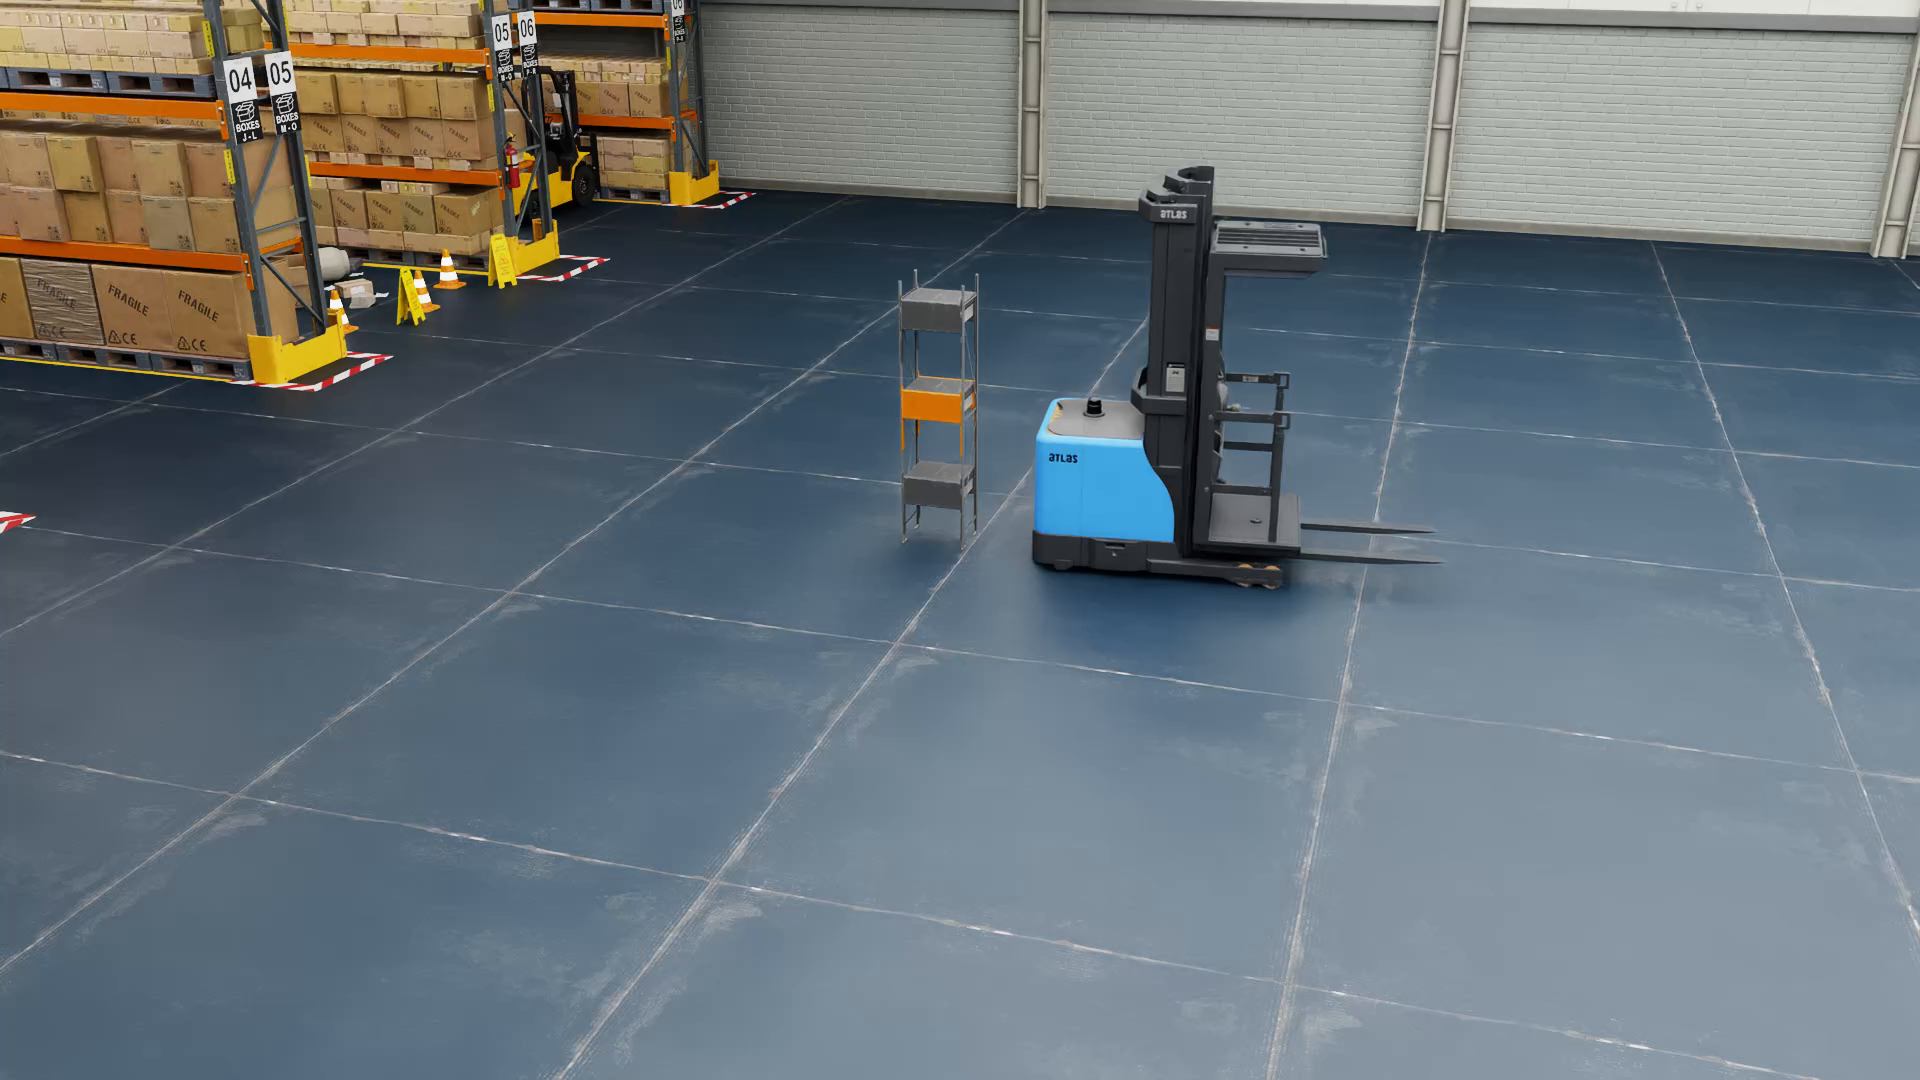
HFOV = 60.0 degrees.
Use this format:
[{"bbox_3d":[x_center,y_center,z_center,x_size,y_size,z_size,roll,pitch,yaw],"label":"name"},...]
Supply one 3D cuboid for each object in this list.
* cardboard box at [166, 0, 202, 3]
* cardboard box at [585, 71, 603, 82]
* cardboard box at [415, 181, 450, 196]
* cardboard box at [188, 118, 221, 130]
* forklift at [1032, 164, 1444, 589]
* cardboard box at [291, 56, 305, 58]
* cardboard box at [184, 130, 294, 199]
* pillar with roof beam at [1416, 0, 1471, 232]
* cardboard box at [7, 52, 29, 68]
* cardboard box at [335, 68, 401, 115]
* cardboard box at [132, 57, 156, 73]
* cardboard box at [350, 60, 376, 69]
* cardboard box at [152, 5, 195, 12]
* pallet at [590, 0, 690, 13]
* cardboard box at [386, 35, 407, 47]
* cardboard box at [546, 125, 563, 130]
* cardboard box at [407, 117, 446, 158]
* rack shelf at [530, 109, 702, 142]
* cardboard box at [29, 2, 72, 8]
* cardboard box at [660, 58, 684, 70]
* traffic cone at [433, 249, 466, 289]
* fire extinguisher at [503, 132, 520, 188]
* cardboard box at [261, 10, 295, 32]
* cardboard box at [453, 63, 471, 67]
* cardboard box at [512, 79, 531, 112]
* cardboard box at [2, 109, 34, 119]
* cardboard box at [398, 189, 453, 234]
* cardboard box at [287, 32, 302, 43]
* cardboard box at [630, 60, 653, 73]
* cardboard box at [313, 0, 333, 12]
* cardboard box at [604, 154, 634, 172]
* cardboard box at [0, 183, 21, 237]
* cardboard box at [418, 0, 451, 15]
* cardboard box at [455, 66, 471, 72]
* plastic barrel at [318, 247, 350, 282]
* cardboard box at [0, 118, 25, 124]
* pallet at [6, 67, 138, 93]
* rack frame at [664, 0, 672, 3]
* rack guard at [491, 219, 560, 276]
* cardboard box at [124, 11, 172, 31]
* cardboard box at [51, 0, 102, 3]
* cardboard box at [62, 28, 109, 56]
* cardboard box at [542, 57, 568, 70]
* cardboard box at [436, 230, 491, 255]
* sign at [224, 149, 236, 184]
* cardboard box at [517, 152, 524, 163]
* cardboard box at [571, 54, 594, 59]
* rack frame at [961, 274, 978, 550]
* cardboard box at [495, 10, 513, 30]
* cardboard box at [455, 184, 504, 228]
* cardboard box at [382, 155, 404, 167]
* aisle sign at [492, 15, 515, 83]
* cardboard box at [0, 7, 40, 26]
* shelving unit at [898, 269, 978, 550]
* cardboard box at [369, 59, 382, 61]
[{"bbox_3d":[-10.078,-7.219,21.855,0.500,0.250,0.500,7,23,17],"label":"cardboard box"},{"bbox_3d":[-5.627,-7.217,25.831,0.250,0.149,0.380,6,23,14],"label":"cardboard box"},{"bbox_3d":[-6.870,-4.598,21.658,0.250,0.149,0.380,7,23,17],"label":"cardboard box"},{"bbox_3d":[-9.995,-5.803,22.294,0.500,0.500,0.500,6,23,15],"label":"cardboard box"},{"bbox_3d":[2.114,-1.213,12.271,3.031,2.935,1.130,4,23,9],"label":"forklift"},{"bbox_3d":[-11.003,-8.046,27.851,0.250,0.149,0.380,7,23,15],"label":"cardboard box"},{"bbox_3d":[-7.334,-3.834,16.948,0.550,0.550,0.875,7,23,16],"label":"cardboard box"},{"bbox_3d":[5.612,-7.123,18.683,0.400,9.000,9.100,7,23,16],"label":"pillar with roof beam"},{"bbox_3d":[-9.350,-4.858,16.760,0.250,0.149,0.380,7,23,16],"label":"cardboard box"},{"bbox_3d":[-7.647,-5.825,21.581,0.500,0.500,0.700,6,23,15],"label":"cardboard box"},{"bbox_3d":[-7.894,-4.691,16.353,0.250,0.149,0.380,7,23,16],"label":"cardboard box"},{"bbox_3d":[-9.680,-7.694,26.994,0.250,0.149,0.380,7,23,16],"label":"cardboard box"},{"bbox_3d":[-7.944,-5.327,16.852,0.250,0.149,0.380,7,23,16],"label":"cardboard box"},{"bbox_3d":[-4.896,-8.257,25.517,1.213,0.211,1.003,7,23,16],"label":"pallet"},{"bbox_3d":[-7.047,-6.348,21.076,0.250,0.149,0.380,6,23,15],"label":"cardboard box"},{"bbox_3d":[-6.560,-6.553,26.949,0.500,0.250,0.500,7,23,16],"label":"cardboard box"},{"bbox_3d":[-6.734,-5.219,21.423,0.500,0.500,0.500,7,23,16],"label":"cardboard box"},{"bbox_3d":[-6.142,-6.710,26.528,4.000,0.370,1.077,7,23,16],"label":"rack shelf"},{"bbox_3d":[-9.407,-5.494,17.260,0.250,0.149,0.380,7,23,16],"label":"cardboard box"},{"bbox_3d":[-4.487,-7.422,25.938,0.250,0.149,0.380,6,23,14],"label":"cardboard box"},{"bbox_3d":[-6.441,-3.424,20.913,0.334,0.463,0.336,7,23,16],"label":"traffic cone"},{"bbox_3d":[-5.681,-4.804,21.035,0.183,0.674,0.296,7,23,16],"label":"fire extinguisher"},{"bbox_3d":[-8.648,-6.713,21.442,0.500,0.250,0.500,6,23,15],"label":"cardboard box"},{"bbox_3d":[-7.837,-7.603,26.380,0.250,0.149,0.380,7,23,17],"label":"cardboard box"},{"bbox_3d":[-6.719,-7.058,26.298,0.500,0.500,0.500,6,23,15],"label":"cardboard box"},{"bbox_3d":[-12.952,-6.141,23.117,0.500,0.500,0.500,6,23,14],"label":"cardboard box"},{"bbox_3d":[-7.000,-4.338,21.879,0.500,0.500,0.500,7,23,17],"label":"cardboard box"},{"bbox_3d":[-8.527,-6.528,21.516,0.250,0.149,0.380,7,23,17],"label":"cardboard box"},{"bbox_3d":[-4.876,-7.286,25.606,0.250,0.149,0.380,7,23,16],"label":"cardboard box"},{"bbox_3d":[-8.017,-6.823,21.183,0.250,0.149,0.380,6,23,15],"label":"cardboard box"},{"bbox_3d":[-5.260,-5.976,26.201,0.500,0.250,0.500,6,23,15],"label":"cardboard box"},{"bbox_3d":[-9.930,-3.630,17.874,0.550,0.550,0.875,7,23,16],"label":"cardboard box"},{"bbox_3d":[-6.552,-6.653,20.770,0.250,0.149,0.380,6,23,15],"label":"cardboard box"},{"bbox_3d":[-7.827,-7.478,26.466,0.250,0.149,0.380,6,23,15],"label":"cardboard box"},{"bbox_3d":[-8.072,-3.504,21.159,0.512,0.421,0.421,-14,26,-30],"label":"plastic barrel"},{"bbox_3d":[-10.476,-4.165,17.755,0.550,0.550,0.875,7,23,16],"label":"cardboard box"},{"bbox_3d":[-8.875,-4.767,17.009,1.213,0.211,1.003,7,23,16],"label":"pallet"},{"bbox_3d":[-4.227,-9.599,24.719,0.127,3.000,1.000,7,23,16],"label":"rack frame"},{"bbox_3d":[-5.730,-3.871,21.954,0.348,0.500,1.175,7,23,16],"label":"rack guard"},{"bbox_3d":[-7.895,-5.061,16.202,0.250,0.149,0.380,7,23,16],"label":"cardboard box"},{"bbox_3d":[-11.848,-7.175,22.626,0.637,0.503,0.797,7,23,16],"label":"cardboard box"},{"bbox_3d":[-8.499,-4.969,16.505,0.500,0.250,0.500,6,23,15],"label":"cardboard box"},{"bbox_3d":[-6.337,-7.470,26.055,0.250,0.149,0.380,7,23,16],"label":"cardboard box"},{"bbox_3d":[-6.532,-3.935,21.886,0.500,0.250,0.500,6,23,15],"label":"cardboard box"},{"bbox_3d":[-7.160,-3.660,16.306,0.005,0.325,0.100,7,23,16],"label":"sign"},{"bbox_3d":[-5.923,-5.016,21.781,0.250,0.149,0.380,7,23,16],"label":"cardboard box"},{"bbox_3d":[-5.959,-7.602,26.376,0.250,0.149,0.380,7,23,16],"label":"cardboard box"},{"bbox_3d":[0.075,-0.963,12.756,0.015,2.100,0.400,7,23,16],"label":"rack frame"},{"bbox_3d":[-6.062,-6.627,21.233,0.500,0.250,0.500,6,23,15],"label":"cardboard box"},{"bbox_3d":[-6.372,-4.480,22.226,0.500,0.500,0.500,6,23,14],"label":"cardboard box"},{"bbox_3d":[-7.322,-4.981,21.698,0.250,0.149,0.380,6,23,15],"label":"cardboard box"},{"bbox_3d":[-5.682,-6.110,20.693,0.004,0.787,0.394,7,23,16],"label":"aisle sign"},{"bbox_3d":[-9.351,-5.227,16.608,0.250,0.149,0.380,7,23,15],"label":"cardboard box"},{"bbox_3d":[-0.158,-0.990,12.821,0.503,2.100,0.431,7,23,16],"label":"shelving unit"},{"bbox_3d":[-9.536,-7.884,27.456,0.250,0.149,0.380,6,23,15],"label":"cardboard box"}]
